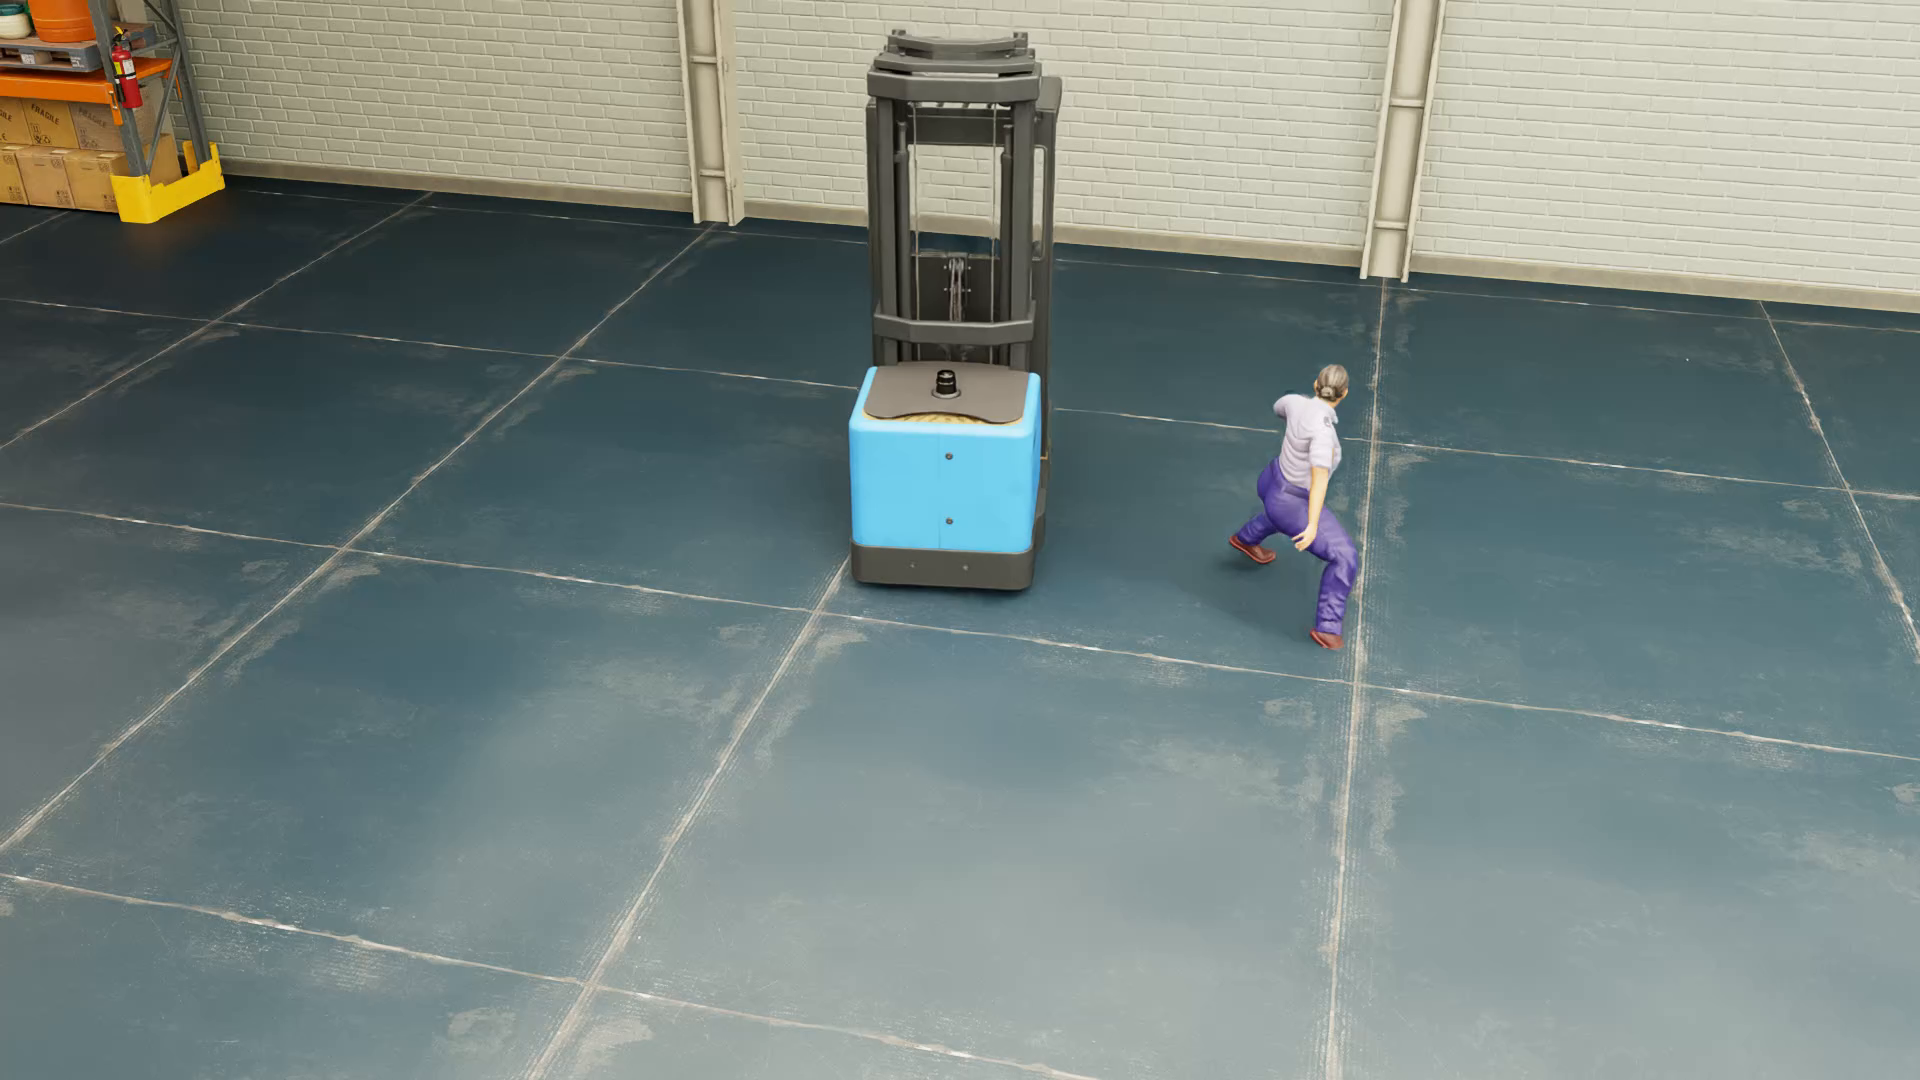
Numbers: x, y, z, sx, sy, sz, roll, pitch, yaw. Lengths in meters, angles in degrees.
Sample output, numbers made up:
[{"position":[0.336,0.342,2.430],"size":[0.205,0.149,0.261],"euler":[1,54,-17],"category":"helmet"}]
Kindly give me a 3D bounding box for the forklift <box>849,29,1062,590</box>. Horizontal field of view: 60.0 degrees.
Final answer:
[{"position":[0.031,-1.690,10.152],"size":[1.130,2.935,3.031],"euler":[3,30,5],"category":"forklift"}]

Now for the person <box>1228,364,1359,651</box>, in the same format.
[{"position":[1.882,-0.212,9.099],"size":[0.526,1.579,1.125],"euler":[-2,30,-4],"category":"person"}]
